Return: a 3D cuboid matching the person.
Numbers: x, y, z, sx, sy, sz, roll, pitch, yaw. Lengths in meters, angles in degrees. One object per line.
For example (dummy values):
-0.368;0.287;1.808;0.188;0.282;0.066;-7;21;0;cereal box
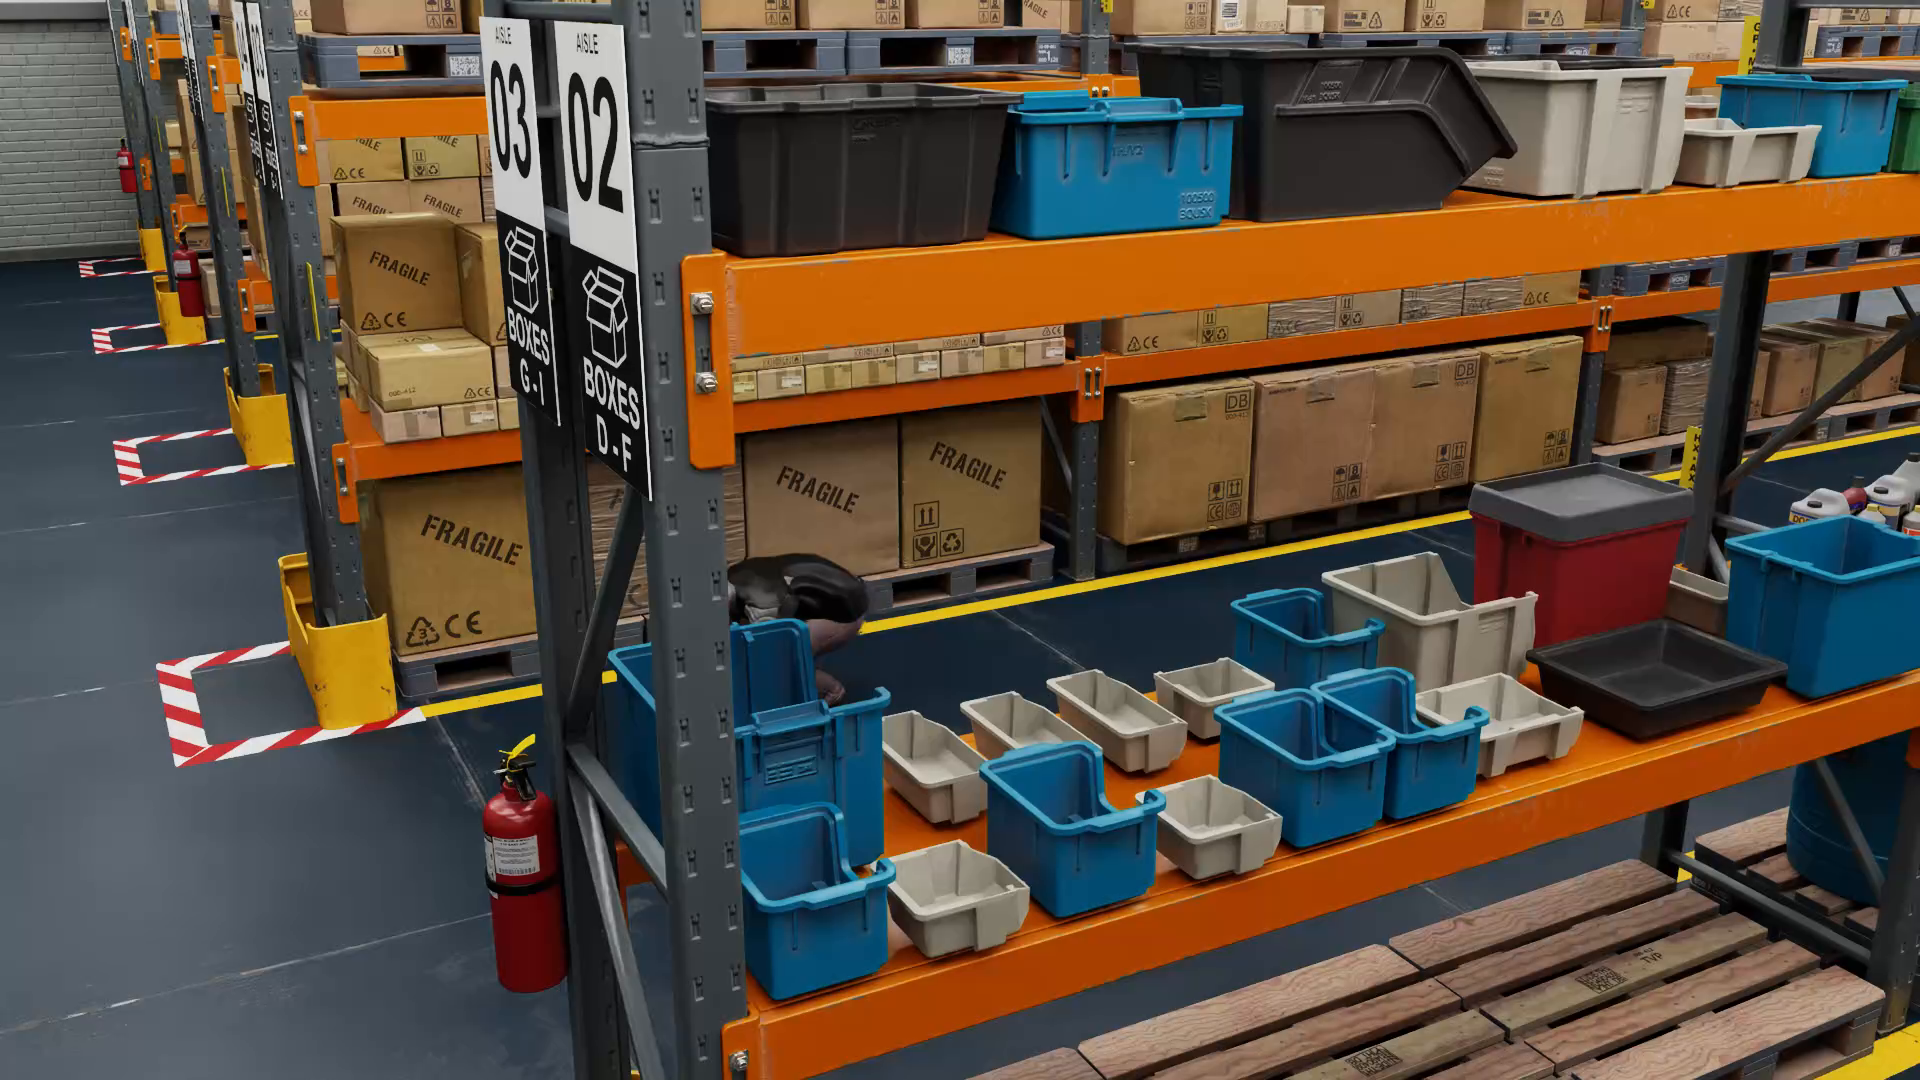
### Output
-0.880;0.463;7.755;0.936;0.789;0.510;-10;21;-28;person
